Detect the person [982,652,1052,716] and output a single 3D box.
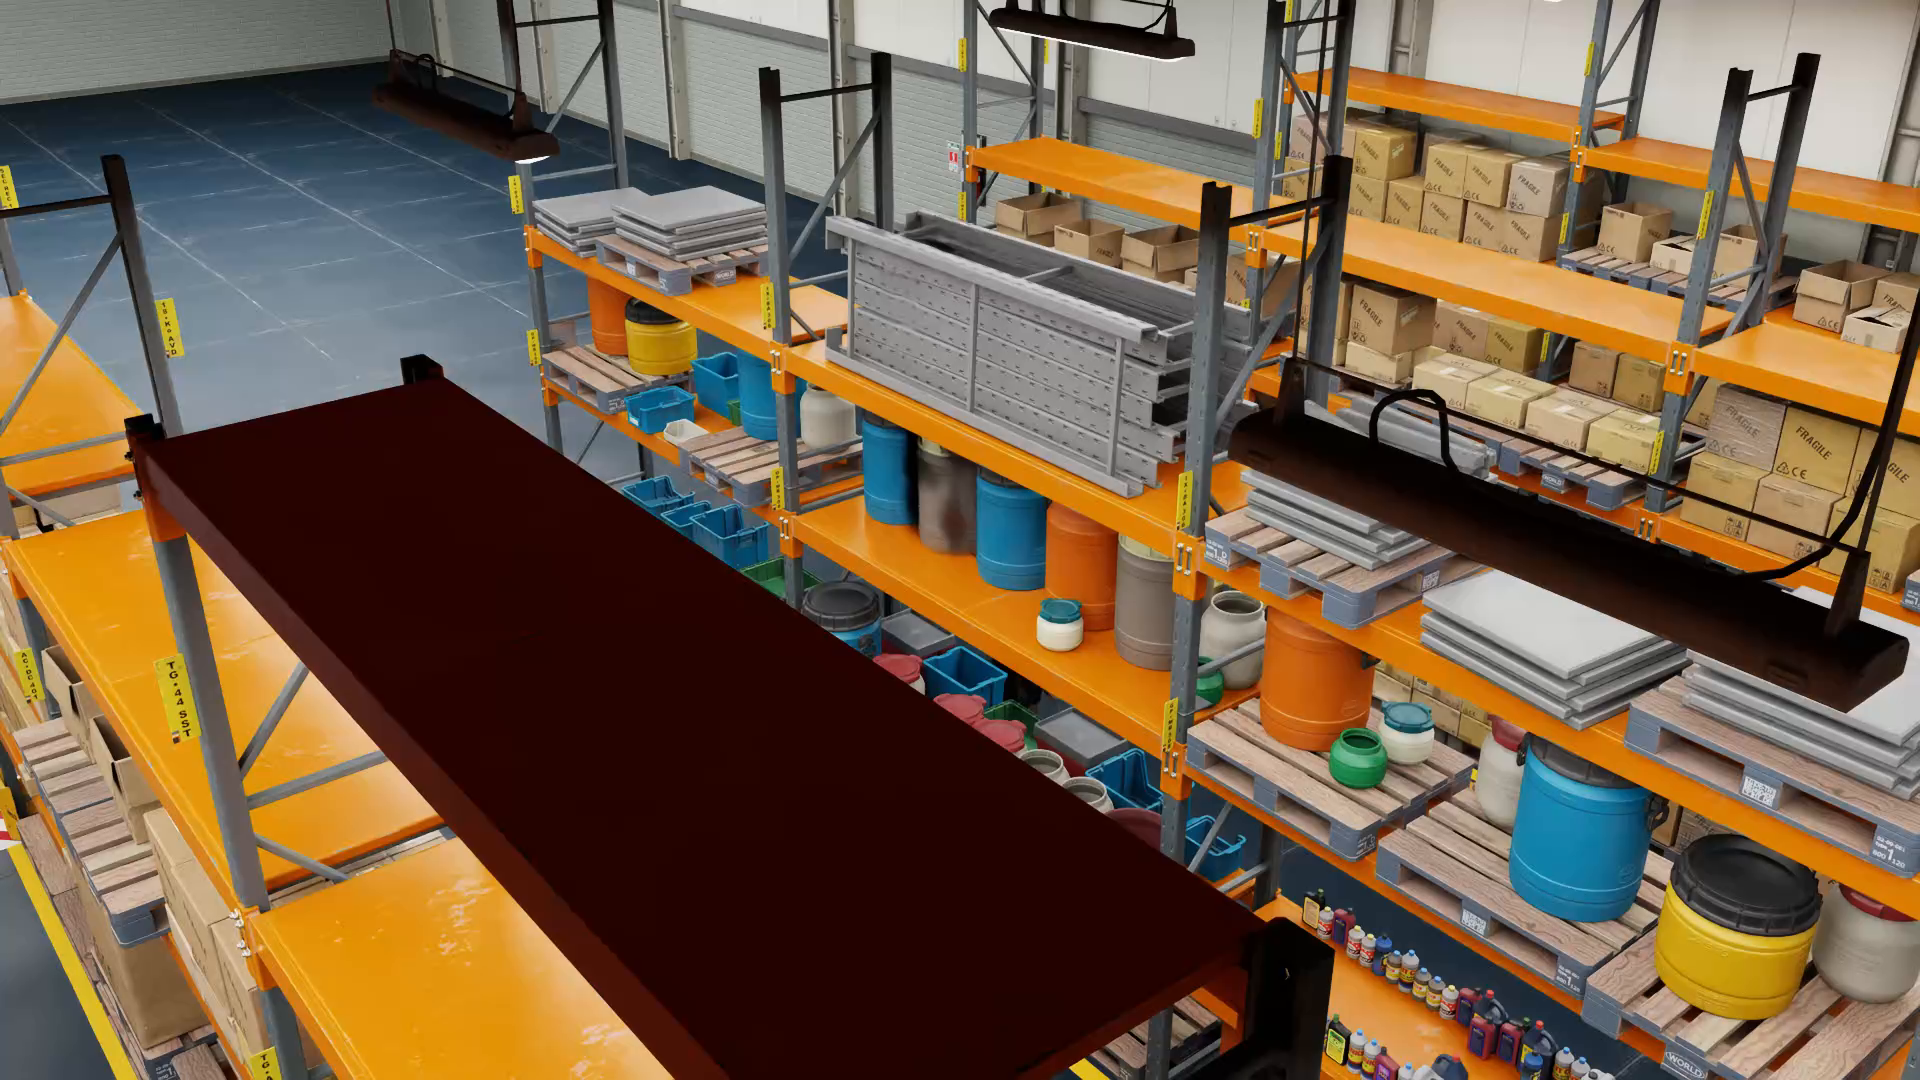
[{"bbox_3d":[0.471,1.338,13.595,0.847,1.669,0.679,16,30,30],"label":"person"}]
